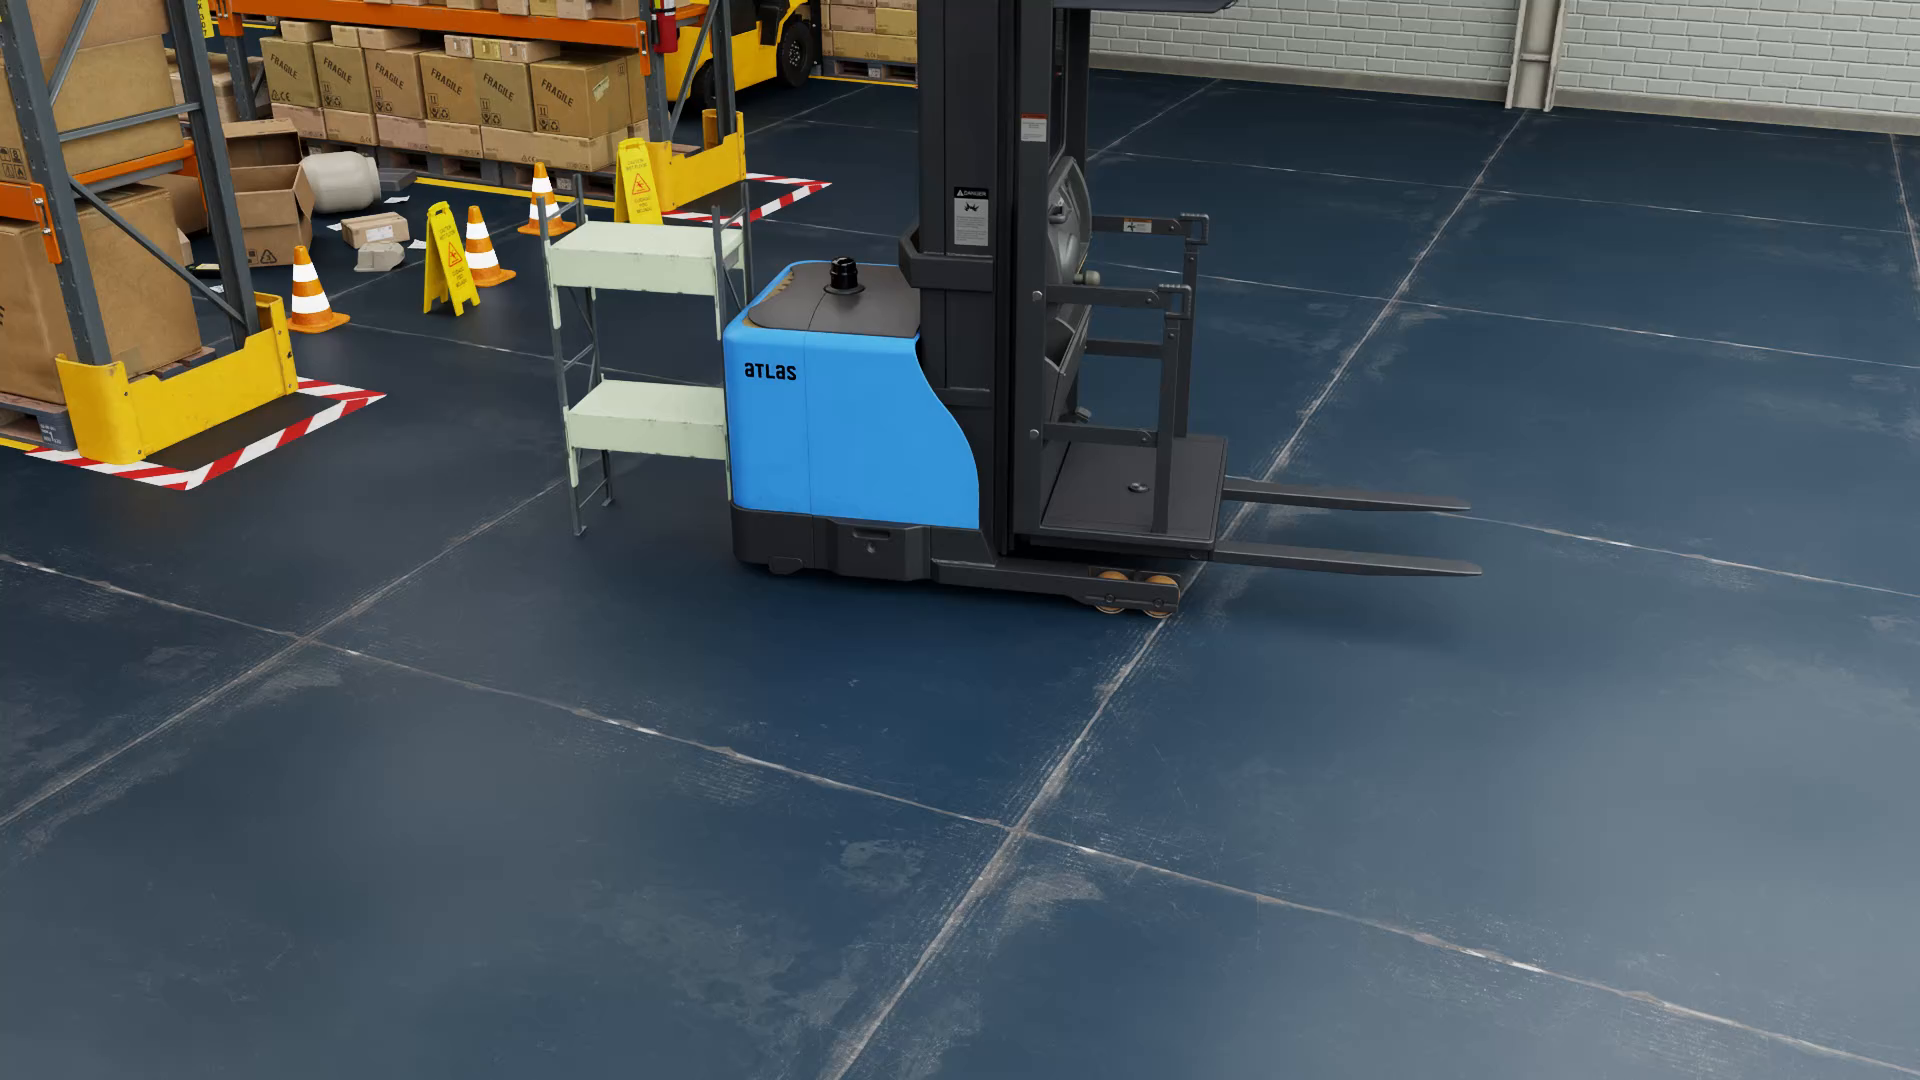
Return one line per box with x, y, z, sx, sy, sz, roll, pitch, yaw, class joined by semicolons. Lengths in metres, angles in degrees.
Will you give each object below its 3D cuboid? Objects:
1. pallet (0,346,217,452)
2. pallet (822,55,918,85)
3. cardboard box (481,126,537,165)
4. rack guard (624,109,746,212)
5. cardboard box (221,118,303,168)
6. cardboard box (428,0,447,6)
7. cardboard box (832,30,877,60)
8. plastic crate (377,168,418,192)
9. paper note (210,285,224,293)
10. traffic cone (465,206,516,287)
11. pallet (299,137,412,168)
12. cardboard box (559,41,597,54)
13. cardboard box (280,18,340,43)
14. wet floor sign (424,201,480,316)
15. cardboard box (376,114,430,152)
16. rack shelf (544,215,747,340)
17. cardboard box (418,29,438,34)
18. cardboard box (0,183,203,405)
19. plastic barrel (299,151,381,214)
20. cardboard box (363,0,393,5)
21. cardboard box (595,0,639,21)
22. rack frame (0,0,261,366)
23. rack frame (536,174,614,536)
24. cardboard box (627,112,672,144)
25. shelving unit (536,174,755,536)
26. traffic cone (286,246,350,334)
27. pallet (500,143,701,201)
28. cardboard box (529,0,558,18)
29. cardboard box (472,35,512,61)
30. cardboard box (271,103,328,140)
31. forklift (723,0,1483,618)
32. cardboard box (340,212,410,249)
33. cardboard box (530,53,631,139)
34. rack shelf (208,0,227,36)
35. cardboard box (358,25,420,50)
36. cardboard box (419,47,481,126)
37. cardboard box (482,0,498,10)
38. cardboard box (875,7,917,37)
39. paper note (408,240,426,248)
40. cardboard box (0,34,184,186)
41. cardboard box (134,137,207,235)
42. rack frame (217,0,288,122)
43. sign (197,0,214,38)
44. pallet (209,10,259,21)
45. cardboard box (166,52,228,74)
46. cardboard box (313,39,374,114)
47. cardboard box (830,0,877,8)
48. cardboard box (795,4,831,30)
-4.695;-0.829;8.695;1.213;0.211;1.003;11;28;22;pallet
-0.640;-4.843;16.847;1.213;0.211;1.003;11;28;22;pallet
-3.294;-3.066;12.720;0.500;0.250;0.500;11;28;22;cardboard box
-2.047;-2.867;12.506;0.348;0.500;1.175;11;28;22;rack guard
-5.207;-2.842;12.454;0.500;0.500;0.500;-12;29;-23;cardboard box
-3.791;-4.131;12.529;0.250;0.149;0.380;11;28;22;cardboard box
-0.934;-4.979;16.605;0.500;0.250;0.500;11;28;22;cardboard box
-4.530;-2.779;12.804;0.583;0.080;0.402;2;26;4;plastic crate
-4.622;-1.594;10.456;0.142;0.017;0.144;23;35;39;paper note
-3.054;-1.887;10.560;0.334;0.463;0.336;11;28;22;traffic cone
-4.993;-3.346;13.807;1.213;0.211;1.003;11;28;22;pallet
-3.098;-3.622;12.999;0.500;0.500;0.500;10;28;20;cardboard box
-5.105;-4.024;13.082;0.250;0.149;0.380;12;29;23;cardboard box
-3.089;-1.700;9.972;0.232;0.644;0.267;6;27;13;wet floor sign
-4.219;-3.255;13.103;0.500;0.250;0.500;11;28;21;cardboard box
-1.281;-1.094;6.891;0.720;0.370;0.431;5;27;10;rack shelf
-4.506;-3.904;13.573;0.500;0.500;0.500;12;29;23;cardboard box
-4.580;-1.298;8.420;0.875;0.875;0.875;12;28;22;cardboard box
-4.485;-2.587;12.026;0.512;0.421;0.421;-12;29;-23;plastic barrel
-4.305;-4.169;12.605;0.250;0.149;0.380;12;28;22;cardboard box
-2.407;-3.844;11.946;0.250;0.149;0.380;12;29;24;cardboard box
-3.935;-1.965;7.846;0.127;3.000;1.000;11;28;22;rack frame
-1.639;-0.776;7.128;0.023;1.500;0.400;5;27;10;rack frame
-2.598;-3.188;12.966;0.500;0.250;0.500;11;28;21;cardboard box
-1.281;-0.744;7.063;0.755;1.500;0.431;5;27;10;shelving unit
-3.831;-1.495;9.763;0.334;0.463;0.336;11;28;22;traffic cone
-2.772;-2.900;12.901;1.213;0.211;1.003;11;28;22;pallet
-2.908;-3.901;12.062;0.250;0.149;0.380;11;28;21;cardboard box
-3.405;-3.685;12.394;0.250;0.149;0.380;12;29;23;cardboard box
-5.194;-3.444;13.487;0.500;0.250;0.500;10;28;19;cardboard box
0.618;-1.260;6.491;3.031;2.935;1.130;5;27;10;forklift
-4.007;-2.122;11.393;0.380;0.149;0.250;-18;31;-31;cardboard box
-2.815;-3.307;12.360;0.500;0.500;0.500;12;28;22;cardboard box
-7.440;-4.748;14.313;4.000;0.370;1.077;11;28;22;rack shelf
-4.390;-3.883;12.795;0.250;0.149;0.380;13;29;25;cardboard box
-3.748;-3.496;12.744;0.500;0.500;0.500;11;28;21;cardboard box
-3.330;-4.039;12.343;0.250;0.149;0.380;12;29;23;cardboard box
-0.499;-5.113;16.311;0.500;0.250;0.500;11;28;21;cardboard box
-3.663;-2.015;11.307;0.142;0.019;0.148;2;26;4;paper note
-4.292;-2.082;7.914;0.550;0.550;0.875;11;28;22;cardboard box
-5.480;-2.386;11.373;0.503;0.637;0.797;11;28;22;cardboard box
-5.619;-4.706;13.412;0.127;3.000;1.000;11;28;22;rack frame
-3.700;-2.611;8.088;0.005;0.325;0.100;11;28;22;sign
-8.980;-6.558;20.331;1.213;0.211;1.003;11;28;22;pallet
-6.754;-3.940;14.356;0.625;0.372;0.950;13;29;25;cardboard box
-4.702;-3.687;13.132;0.500;0.500;0.500;13;29;24;cardboard box
-0.942;-5.424;16.376;0.500;0.250;0.500;12;29;23;cardboard box
-1.430;-5.295;16.680;0.500;0.250;0.500;11;28;21;cardboard box
